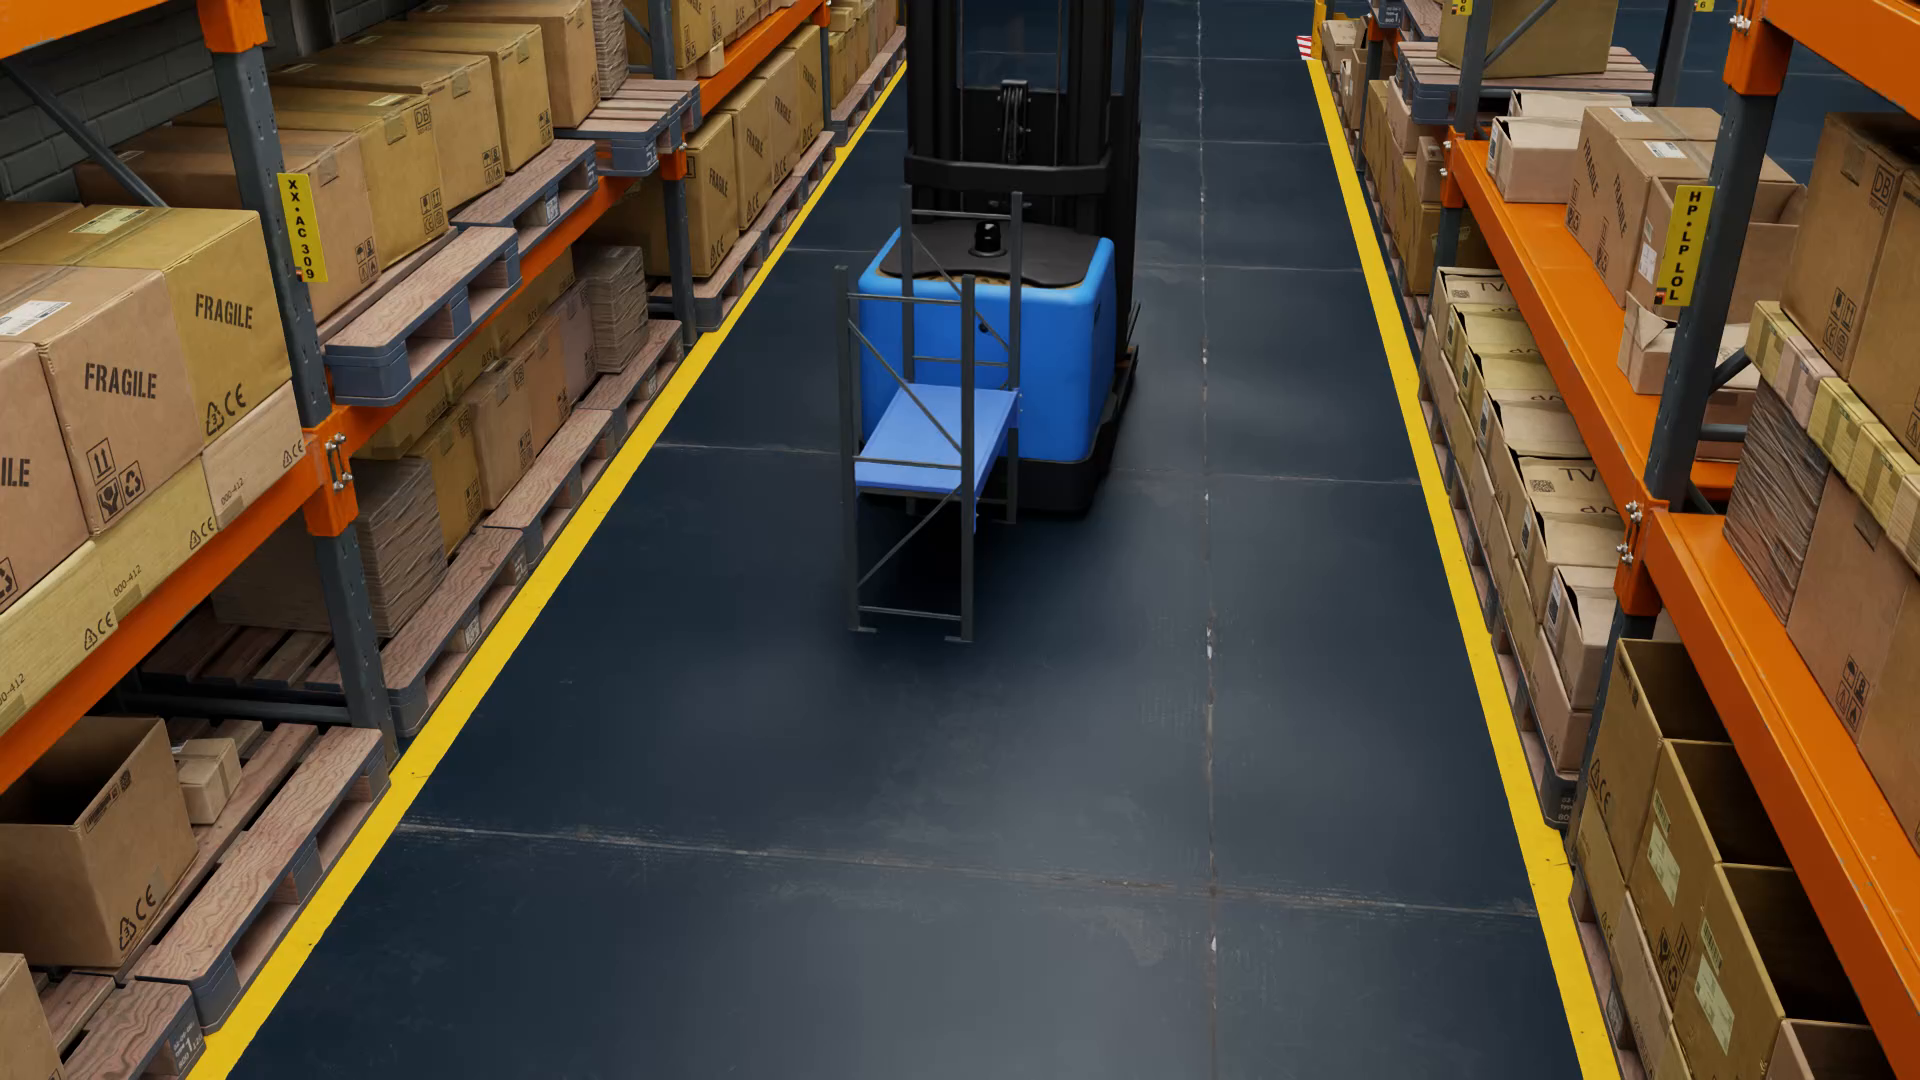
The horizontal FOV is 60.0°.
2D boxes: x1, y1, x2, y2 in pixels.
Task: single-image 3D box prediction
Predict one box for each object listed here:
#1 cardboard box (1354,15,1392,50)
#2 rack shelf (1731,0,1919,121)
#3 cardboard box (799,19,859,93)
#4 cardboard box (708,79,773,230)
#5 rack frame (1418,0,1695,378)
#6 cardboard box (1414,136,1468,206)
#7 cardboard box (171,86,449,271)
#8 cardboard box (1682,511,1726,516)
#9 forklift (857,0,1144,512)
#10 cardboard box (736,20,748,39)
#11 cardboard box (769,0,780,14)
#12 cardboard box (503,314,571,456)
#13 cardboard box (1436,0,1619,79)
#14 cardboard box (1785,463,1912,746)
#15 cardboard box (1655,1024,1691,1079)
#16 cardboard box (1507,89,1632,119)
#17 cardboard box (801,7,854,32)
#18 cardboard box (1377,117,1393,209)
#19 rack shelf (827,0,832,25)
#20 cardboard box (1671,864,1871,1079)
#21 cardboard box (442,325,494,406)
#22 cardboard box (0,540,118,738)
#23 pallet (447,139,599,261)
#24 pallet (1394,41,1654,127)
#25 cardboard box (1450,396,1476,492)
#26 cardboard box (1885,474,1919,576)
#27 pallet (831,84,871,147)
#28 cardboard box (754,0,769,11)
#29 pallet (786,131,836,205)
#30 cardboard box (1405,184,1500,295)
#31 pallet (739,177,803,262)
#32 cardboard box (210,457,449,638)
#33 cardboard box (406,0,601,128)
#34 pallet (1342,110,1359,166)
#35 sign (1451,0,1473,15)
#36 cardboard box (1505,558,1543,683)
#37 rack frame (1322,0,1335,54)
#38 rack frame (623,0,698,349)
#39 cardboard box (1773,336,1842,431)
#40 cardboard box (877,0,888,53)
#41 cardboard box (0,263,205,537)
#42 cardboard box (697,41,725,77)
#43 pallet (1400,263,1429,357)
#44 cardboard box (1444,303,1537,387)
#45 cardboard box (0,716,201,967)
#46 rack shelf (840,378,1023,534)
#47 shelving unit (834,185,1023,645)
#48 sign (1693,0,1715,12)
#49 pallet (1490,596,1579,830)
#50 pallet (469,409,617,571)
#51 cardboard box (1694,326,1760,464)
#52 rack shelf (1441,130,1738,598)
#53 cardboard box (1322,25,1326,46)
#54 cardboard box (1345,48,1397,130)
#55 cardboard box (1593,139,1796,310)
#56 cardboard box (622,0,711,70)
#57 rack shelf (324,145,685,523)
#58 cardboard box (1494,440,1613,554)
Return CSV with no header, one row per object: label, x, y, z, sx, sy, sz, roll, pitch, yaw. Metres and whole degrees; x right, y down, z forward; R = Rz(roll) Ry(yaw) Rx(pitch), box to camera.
cardboard box,3.657,-4.016,13.711,0.797,0.503,0.637,3,28,6
rack shelf,2.206,-0.334,2.303,1.077,0.370,4.000,3,28,6
cardboard box,-1.227,-3.990,13.686,0.700,0.500,0.500,3,28,6
cardboard box,-1.641,-2.429,10.420,0.750,0.750,0.750,3,28,6
rack frame,2.942,-2.154,8.086,1.000,3.000,0.127,3,28,6
cardboard box,2.826,-2.058,9.289,0.500,0.250,0.500,4,29,8
cardboard box,-2.294,-1.295,5.923,0.700,0.500,0.500,6,29,11
cardboard box,2.816,0.092,5.782,0.500,0.311,0.500,3,28,6
forklift,0.341,-2.094,8.047,1.130,2.935,3.031,5,29,10
cardboard box,-1.528,-3.203,10.276,0.380,0.149,0.250,4,29,6
cardboard box,-1.399,-3.567,10.953,0.380,0.149,0.250,3,28,6
cardboard box,-2.223,-0.720,7.596,0.700,0.500,0.500,3,28,6
cardboard box,2.907,-2.686,8.525,0.700,0.500,0.500,-6,29,-11
cardboard box,2.345,0.143,3.717,0.700,0.500,0.500,3,28,6
cardboard box,1.961,1.425,3.899,0.500,0.250,0.500,3,28,6
cardboard box,2.854,-1.946,7.794,0.500,0.311,0.500,5,29,9
cardboard box,-1.069,-4.190,13.373,0.380,0.149,0.250,4,29,8
cardboard box,3.008,-2.430,10.770,0.500,0.500,0.500,4,29,7
rack shelf,-1.240,-4.948,14.030,1.077,0.370,4.000,3,28,6
cardboard box,1.962,1.095,3.721,0.500,0.500,0.500,3,28,6
cardboard box,-2.281,-0.781,6.918,0.500,0.250,0.500,3,28,5
cardboard box,-2.338,0.212,3.831,0.500,0.250,0.500,3,28,6
pallet,-2.177,-1.422,6.929,1.003,0.211,1.213,3,28,6
pallet,2.955,-2.393,8.731,1.213,0.211,1.003,3,28,6
cardboard box,2.468,-0.417,7.318,0.500,0.250,0.500,3,28,5
cardboard box,2.102,-0.005,3.307,0.380,0.149,0.250,2,28,5
pallet,-1.314,-3.449,13.429,1.003,0.211,1.213,3,28,6
cardboard box,-1.470,-3.563,10.261,0.500,0.500,0.500,4,29,8
pallet,-1.505,-2.728,12.091,1.003,0.211,1.213,3,28,6
cardboard box,2.823,-1.701,9.417,0.500,0.500,0.500,4,29,8
pallet,-1.652,-2.152,11.022,1.003,0.211,1.213,3,28,6
cardboard box,-2.392,0.002,6.256,0.700,0.500,0.500,4,29,8
cardboard box,-2.064,-2.192,7.586,0.700,0.500,0.500,1,28,1
pallet,3.517,-3.133,12.842,1.003,0.211,1.213,3,28,6
sign,2.402,-2.656,7.880,0.100,0.325,0.005,3,28,6
cardboard box,2.278,0.304,5.979,0.500,0.250,0.500,3,28,5
rack frame,3.922,-5.920,15.076,1.000,3.000,0.127,3,28,6
rack frame,-1.975,-2.440,8.617,1.000,3.000,0.127,3,28,6
cardboard box,2.196,-0.368,3.980,0.380,0.149,0.250,4,29,7
cardboard box,-1.043,-4.720,15.041,0.700,0.500,0.500,3,28,6
cardboard box,-2.272,-0.355,4.092,0.500,0.500,0.500,3,28,6
cardboard box,-1.549,-2.718,9.377,0.380,0.149,0.250,4,29,8
pallet,3.071,-1.276,9.396,1.003,0.211,1.213,3,28,6
cardboard box,2.530,-0.898,7.620,0.500,0.311,0.500,3,28,5
cardboard box,-2.553,0.840,4.700,0.500,0.500,0.500,1,28,2
rack shelf,-0.095,-0.361,6.717,0.538,0.185,1.000,5,29,10
shelving unit,-0.095,-0.519,6.632,0.538,1.500,1.048,5,29,10
sign,3.493,-2.633,7.754,0.100,0.325,0.005,3,28,6
pallet,2.503,0.607,5.900,1.003,0.211,1.213,3,28,6
pallet,-2.224,-0.272,7.533,1.003,0.211,1.213,3,28,6
cardboard box,2.468,-0.440,5.062,0.500,0.250,0.500,5,29,9
rack shelf,2.697,-0.896,6.509,1.077,0.370,4.000,3,28,6
cardboard box,3.499,-4.571,15.096,0.380,0.166,0.250,3,28,6
cardboard box,3.220,-3.415,12.598,0.500,0.500,0.500,3,28,6
cardboard box,2.688,-1.160,6.135,0.500,0.500,0.500,3,28,6
cardboard box,-1.662,-2.838,8.915,0.500,0.500,0.500,4,29,8
rack shelf,-2.220,-1.182,7.040,1.077,0.370,4.000,3,28,6
cardboard box,2.338,-0.180,6.286,0.500,0.311,0.500,3,28,6
